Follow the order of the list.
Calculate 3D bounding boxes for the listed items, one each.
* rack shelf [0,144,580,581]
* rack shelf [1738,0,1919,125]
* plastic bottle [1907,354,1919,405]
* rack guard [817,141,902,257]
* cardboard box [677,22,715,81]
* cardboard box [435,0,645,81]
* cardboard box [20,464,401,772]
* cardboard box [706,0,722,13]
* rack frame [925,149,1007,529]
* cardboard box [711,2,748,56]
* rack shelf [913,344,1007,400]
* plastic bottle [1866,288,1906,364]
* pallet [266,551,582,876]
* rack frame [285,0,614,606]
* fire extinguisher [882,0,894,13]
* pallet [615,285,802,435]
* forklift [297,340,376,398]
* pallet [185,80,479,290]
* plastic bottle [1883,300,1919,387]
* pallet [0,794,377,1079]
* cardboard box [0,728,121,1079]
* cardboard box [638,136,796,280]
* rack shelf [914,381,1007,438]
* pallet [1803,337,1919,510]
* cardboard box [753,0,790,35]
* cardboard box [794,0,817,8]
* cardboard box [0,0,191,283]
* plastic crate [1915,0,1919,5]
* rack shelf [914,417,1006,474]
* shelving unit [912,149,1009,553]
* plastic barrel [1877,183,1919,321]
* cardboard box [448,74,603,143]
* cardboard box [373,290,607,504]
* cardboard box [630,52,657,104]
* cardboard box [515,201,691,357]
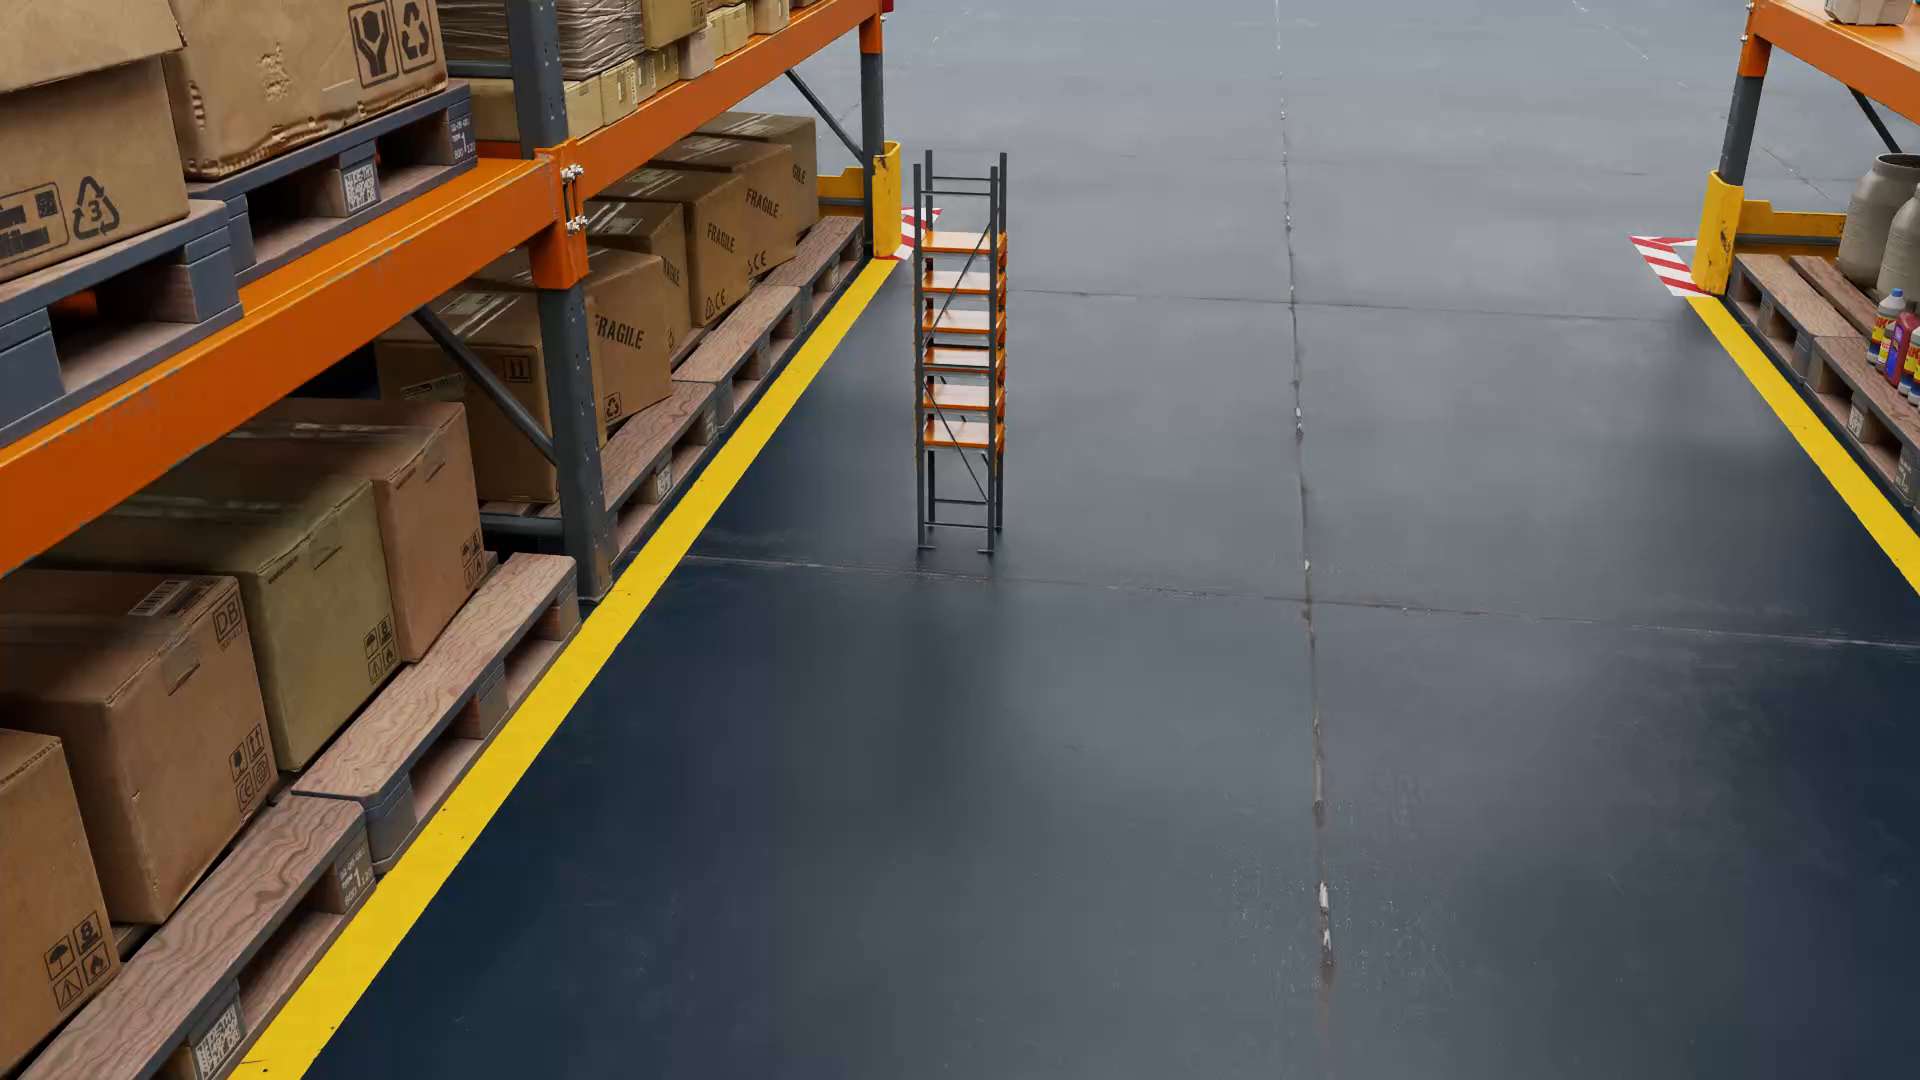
[{"bbox_3d":[-1.861,-0.066,2.701,1.077,0.370,4.000,4,25,9],"label":"rack shelf"},{"bbox_3d":[3.679,-1.396,5.542,1.077,0.370,4.000,4,25,9],"label":"rack shelf"},{"bbox_3d":[3.330,-0.600,5.692,0.097,0.271,0.097,0,25,0],"label":"plastic bottle"},{"bbox_3d":[-0.893,-1.737,8.372,1.175,0.500,0.348,4,25,9],"label":"rack guard"},{"bbox_3d":[-1.022,-1.601,5.428,0.380,0.149,0.250,4,25,9],"label":"cardboard box"},{"bbox_3d":[-1.399,-1.592,4.645,0.875,0.500,0.500,4,25,9],"label":"cardboard box"},{"bbox_3d":[-1.752,0.158,3.804,0.700,0.500,0.500,4,25,8],"label":"cardboard box"},{"bbox_3d":[-1.301,-2.015,5.548,0.875,0.500,0.500,4,25,9],"label":"cardboard box"},{"bbox_3d":[0.017,-0.588,5.090,0.240,1.200,0.006,4,25,9],"label":"rack frame"},{"bbox_3d":[-0.970,-1.812,5.879,0.380,0.149,0.250,4,25,9],"label":"cardboard box"},{"bbox_3d":[0.002,-0.509,5.027,0.258,0.103,0.180,4,25,9],"label":"rack shelf"},{"bbox_3d":[3.402,-0.785,6.088,0.097,0.271,0.097,0,25,0],"label":"plastic bottle"},{"bbox_3d":[-1.660,0.360,4.231,1.003,0.211,1.213,4,25,9],"label":"pallet"},{"bbox_3d":[-1.534,-1.228,4.336,1.000,3.000,0.127,4,25,9],"label":"rack frame"},{"bbox_3d":[-0.407,-2.882,7.960,0.296,0.674,0.183,4,25,9],"label":"fire extinguisher"},{"bbox_3d":[-1.262,-0.760,6.626,1.003,0.211,1.213,4,25,9],"label":"pallet"},{"bbox_3d":[-2.971,-1.776,5.588,1.130,2.935,3.031,4,25,9],"label":"forklift"},{"bbox_3d":[-1.802,-0.832,3.715,1.003,0.211,1.213,4,25,9],"label":"pallet"},{"bbox_3d":[3.347,-0.697,5.886,0.061,0.283,0.133,4,25,9],"label":"plastic bottle"},{"bbox_3d":[-1.857,0.872,3.138,1.003,0.211,1.213,4,25,9],"label":"pallet"},{"bbox_3d":[-1.934,0.625,2.805,0.700,0.500,0.500,6,26,13],"label":"cardboard box"},{"bbox_3d":[-1.063,-1.447,7.256,0.500,0.500,0.500,11,27,22],"label":"cardboard box"},{"bbox_3d":[0.002,-0.401,5.078,0.258,0.103,0.180,4,25,9],"label":"rack shelf"},{"bbox_3d":[3.700,-0.412,5.881,1.003,0.211,1.213,4,25,9],"label":"pallet"},{"bbox_3d":[-0.865,-2.019,6.322,0.380,0.149,0.250,4,25,9],"label":"cardboard box"},{"bbox_3d":[-0.811,-2.338,7.003,0.380,0.149,0.250,4,25,9],"label":"cardboard box"},{"bbox_3d":[-1.726,-0.734,2.662,0.797,0.503,0.637,7,26,14],"label":"cardboard box"},{"bbox_3d":[4.219,-2.261,6.717,0.499,0.251,0.616,4,25,9],"label":"plastic crate"},{"bbox_3d":[0.002,-0.292,5.129,0.258,0.103,0.180,4,25,9],"label":"rack shelf"},{"bbox_3d":[0.002,-0.549,5.009,0.258,1.200,0.189,4,25,9],"label":"shelving unit"},{"bbox_3d":[3.892,-1.131,6.568,0.421,0.512,0.421,0,25,0],"label":"plastic barrel"},{"bbox_3d":[-1.202,-1.184,4.537,0.380,0.149,0.250,4,25,9],"label":"cardboard box"},{"bbox_3d":[-1.429,-0.451,5.128,0.500,0.500,0.500,3,25,7],"label":"cardboard box"},{"bbox_3d":[-1.135,-1.394,4.986,0.380,0.149,0.250,4,25,9],"label":"cardboard box"},{"bbox_3d":[-1.319,-0.956,6.208,0.500,0.500,0.500,2,25,4],"label":"cardboard box"}]
